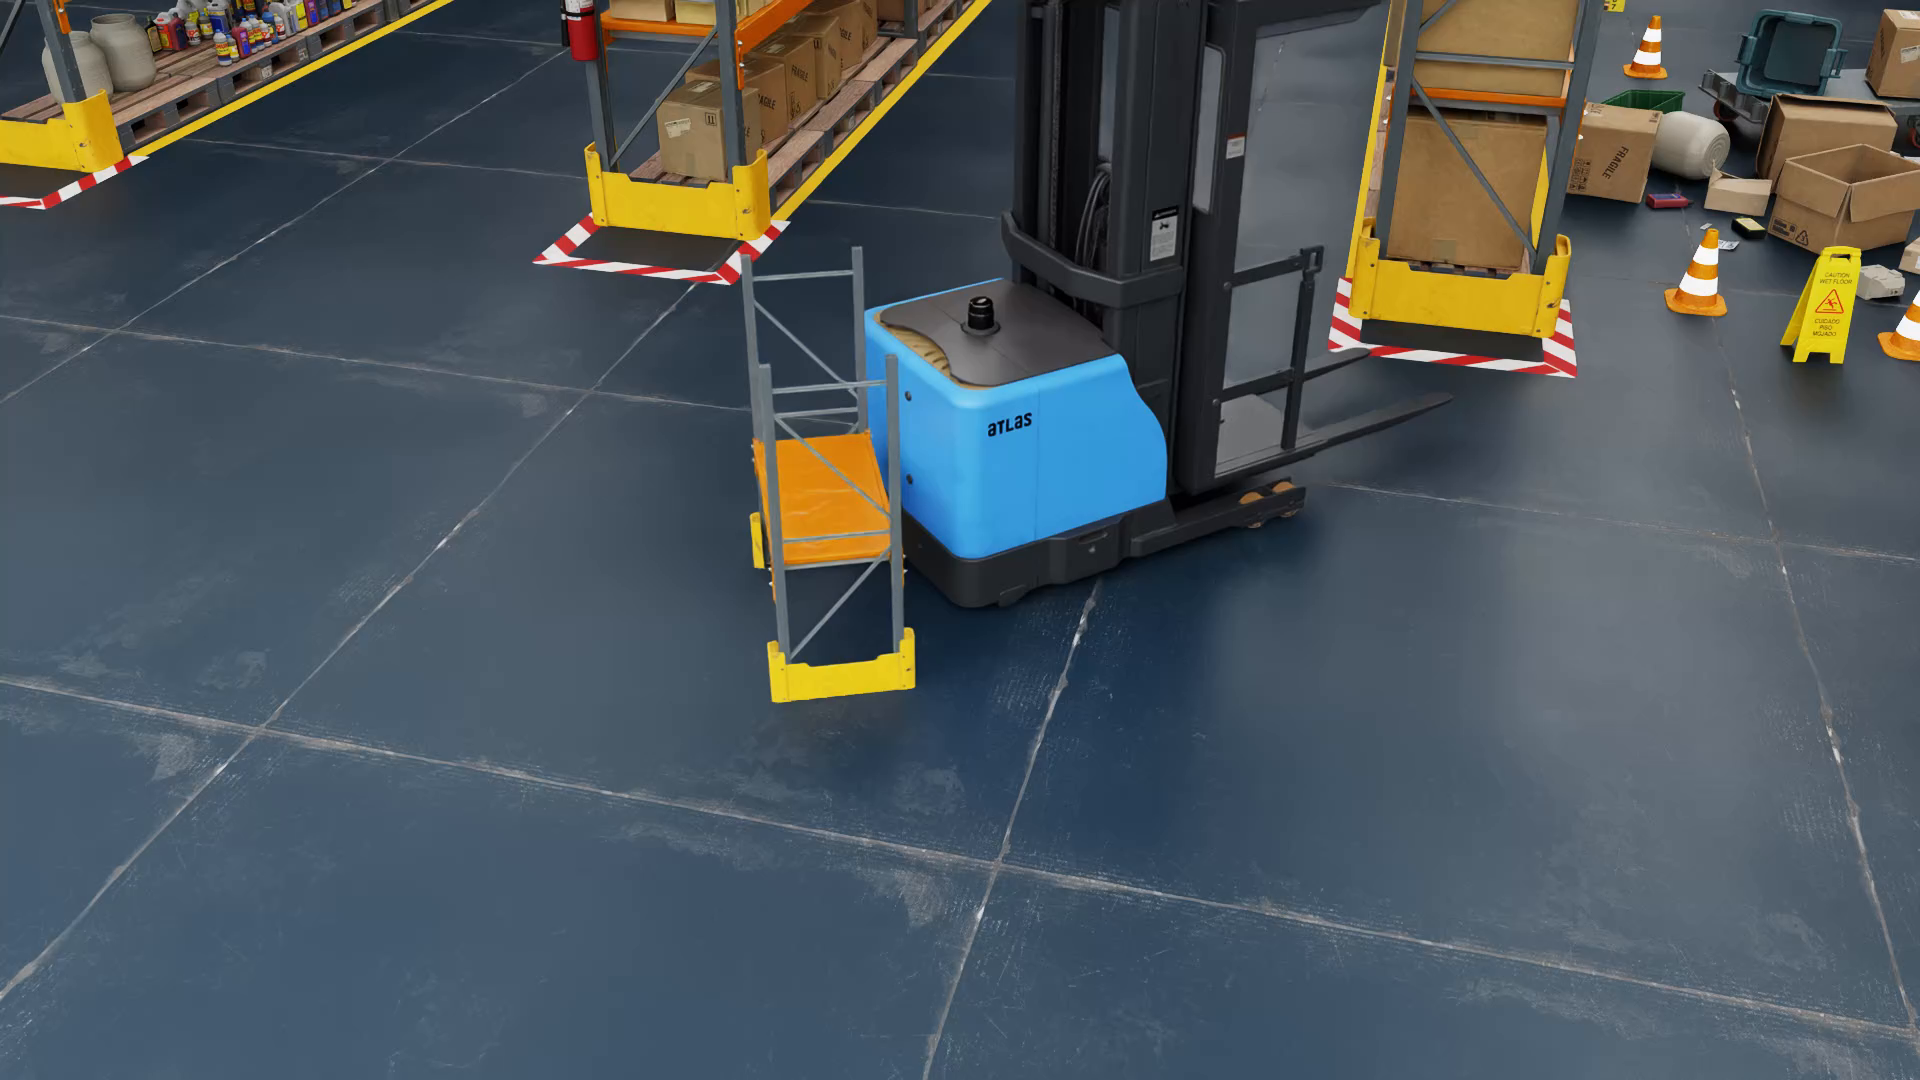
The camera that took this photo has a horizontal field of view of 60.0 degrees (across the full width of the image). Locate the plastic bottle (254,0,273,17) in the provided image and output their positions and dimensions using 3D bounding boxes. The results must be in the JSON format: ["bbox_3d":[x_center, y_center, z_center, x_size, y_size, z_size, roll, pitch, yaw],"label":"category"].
[{"bbox_3d":[-6.110,-4.767,14.512,0.144,0.351,0.185,8,33,12],"label":"plastic bottle"}]

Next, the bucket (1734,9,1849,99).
[{"bbox_3d":[6.115,-3.555,12.180,0.726,0.611,0.620,20,28,29],"label":"bucket"}]

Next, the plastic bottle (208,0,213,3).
[{"bbox_3d":[-6.379,-4.580,14.281,0.061,0.283,0.133,9,34,15],"label":"plastic bottle"}]

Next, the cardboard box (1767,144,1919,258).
[{"bbox_3d":[5.715,-2.185,10.718,0.797,0.503,0.637,-14,35,-21],"label":"cardboard box"}]

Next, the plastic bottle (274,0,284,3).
[{"bbox_3d":[-5.764,-4.481,14.124,0.061,0.283,0.133,8,33,12],"label":"plastic bottle"}]

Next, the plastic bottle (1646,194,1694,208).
[{"bbox_3d":[4.839,-2.311,11.329,0.283,0.061,0.133,-3,33,-4],"label":"plastic bottle"}]

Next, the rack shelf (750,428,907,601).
[{"bbox_3d":[-0.561,-0.127,6.887,0.538,0.185,1.000,-5,33,-8],"label":"rack shelf"}]

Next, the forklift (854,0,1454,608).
[{"bbox_3d":[1.050,-1.519,7.407,3.031,2.935,1.130,-18,36,-25],"label":"forklift"}]

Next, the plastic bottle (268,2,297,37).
[{"bbox_3d":[-5.703,-4.393,13.993,0.152,0.276,0.135,9,33,13],"label":"plastic bottle"}]

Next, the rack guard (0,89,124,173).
[{"bbox_3d":[-6.684,-2.997,11.998,1.175,0.500,0.348,8,33,12],"label":"rack guard"}]

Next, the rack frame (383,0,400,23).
[{"bbox_3d":[-5.643,-6.081,14.520,1.000,3.000,0.127,8,33,12],"label":"rack frame"}]

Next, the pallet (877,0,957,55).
[{"bbox_3d":[-0.656,-4.635,14.843,1.003,0.211,1.213,8,33,12],"label":"pallet"}]

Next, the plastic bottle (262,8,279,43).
[{"bbox_3d":[-5.733,-4.273,13.809,0.097,0.271,0.097,0,32,0],"label":"plastic bottle"}]

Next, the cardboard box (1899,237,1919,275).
[{"bbox_3d":[6.097,-1.734,10.339,0.380,0.149,0.250,28,42,36],"label":"cardboard box"}]

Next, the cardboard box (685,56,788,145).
[{"bbox_3d":[-1.574,-3.090,11.754,0.500,0.500,0.500,17,36,25],"label":"cardboard box"}]

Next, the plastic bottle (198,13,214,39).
[{"bbox_3d":[-6.324,-4.315,13.940,0.097,0.201,0.097,0,32,0],"label":"plastic bottle"}]

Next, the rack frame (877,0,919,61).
[{"bbox_3d":[-0.852,-5.407,13.460,1.000,3.000,0.127,8,33,12],"label":"rack frame"}]

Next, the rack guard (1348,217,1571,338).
[{"bbox_3d":[2.899,-1.536,9.701,1.175,0.500,0.348,8,33,12],"label":"rack guard"}]

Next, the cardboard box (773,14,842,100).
[{"bbox_3d":[-1.212,-3.696,12.707,0.500,0.500,0.500,5,33,8],"label":"cardboard box"}]

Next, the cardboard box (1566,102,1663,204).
[{"bbox_3d":[4.519,-2.680,11.498,0.500,0.500,0.500,14,35,21],"label":"cardboard box"}]

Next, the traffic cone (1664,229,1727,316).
[{"bbox_3d":[4.413,-1.615,9.860,0.336,0.463,0.334,8,33,12],"label":"traffic cone"}]

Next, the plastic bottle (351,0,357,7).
[{"bbox_3d":[-5.434,-4.856,14.790,0.097,0.201,0.097,0,32,0],"label":"plastic bottle"}]

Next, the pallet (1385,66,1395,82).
[{"bbox_3d":[4.043,-3.913,13.709,1.003,0.211,1.213,8,33,12],"label":"pallet"}]

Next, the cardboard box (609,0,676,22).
[{"bbox_3d":[-1.995,-3.401,10.539,0.380,0.149,0.250,8,33,12],"label":"cardboard box"}]

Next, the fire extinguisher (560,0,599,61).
[{"bbox_3d":[-2.342,-3.302,10.220,0.296,0.674,0.183,8,33,12],"label":"fire extinguisher"}]

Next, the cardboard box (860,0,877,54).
[{"bbox_3d":[-0.992,-4.327,13.700,0.500,0.500,0.500,7,33,11],"label":"cardboard box"}]

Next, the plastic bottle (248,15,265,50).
[{"bbox_3d":[-5.784,-4.168,13.644,0.097,0.271,0.097,0,32,0],"label":"plastic bottle"}]

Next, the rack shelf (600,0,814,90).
[{"bbox_3d":[-1.360,-4.066,12.020,1.077,0.370,4.000,8,33,12],"label":"rack shelf"}]

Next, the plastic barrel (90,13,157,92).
[{"bbox_3d":[-6.438,-3.745,12.773,0.421,0.512,0.421,0,32,0],"label":"plastic barrel"}]

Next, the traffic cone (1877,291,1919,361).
[{"bbox_3d":[5.420,-1.285,9.340,0.336,0.463,0.334,8,33,12],"label":"traffic cone"}]

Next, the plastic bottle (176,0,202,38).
[{"bbox_3d":[-6.452,-4.372,13.890,0.144,0.351,0.185,9,34,14],"label":"plastic bottle"}]

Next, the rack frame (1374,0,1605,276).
[{"bbox_3d":[2.905,-2.604,9.050,1.000,3.000,0.127,8,33,12],"label":"rack frame"}]

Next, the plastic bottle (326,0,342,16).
[{"bbox_3d":[-5.528,-4.776,14.525,0.144,0.351,0.185,7,33,11],"label":"plastic bottle"}]

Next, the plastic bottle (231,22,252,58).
[{"bbox_3d":[-5.821,-4.058,13.460,0.061,0.283,0.133,9,33,13],"label":"plastic bottle"}]

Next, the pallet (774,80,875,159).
[{"bbox_3d":[-1.296,-3.242,12.653,1.003,0.211,1.213,8,33,12],"label":"pallet"}]

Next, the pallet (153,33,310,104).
[{"bbox_3d":[-6.161,-3.927,13.730,1.003,0.211,1.213,8,33,12],"label":"pallet"}]

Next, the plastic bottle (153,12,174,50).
[{"bbox_3d":[-6.526,-4.182,13.661,0.152,0.276,0.135,8,33,13],"label":"plastic bottle"}]

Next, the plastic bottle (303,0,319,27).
[{"bbox_3d":[-5.577,-4.558,14.245,0.061,0.283,0.133,10,34,16],"label":"plastic bottle"}]

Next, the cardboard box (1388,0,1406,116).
[{"bbox_3d":[3.693,-3.643,12.274,0.875,0.875,0.875,9,33,13],"label":"cardboard box"}]

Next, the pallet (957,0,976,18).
[{"bbox_3d":[-0.348,-5.270,15.842,1.003,0.211,1.213,8,33,12],"label":"pallet"}]

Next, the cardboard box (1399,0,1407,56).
[{"bbox_3d":[3.074,-3.154,9.776,0.875,0.550,0.550,8,33,12],"label":"cardboard box"}]

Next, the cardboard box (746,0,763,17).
[{"bbox_3d":[-1.482,-3.468,10.643,0.380,0.149,0.250,8,33,12],"label":"cardboard box"}]

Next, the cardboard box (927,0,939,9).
[{"bbox_3d":[-0.536,-5.099,14.894,0.700,0.500,0.500,8,33,12],"label":"cardboard box"}]

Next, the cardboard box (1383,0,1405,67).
[{"bbox_3d":[3.990,-4.242,13.332,1.050,0.750,0.750,8,33,12],"label":"cardboard box"}]

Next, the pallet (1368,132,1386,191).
[{"bbox_3d":[3.344,-2.484,11.460,1.003,0.211,1.213,8,33,12],"label":"pallet"}]

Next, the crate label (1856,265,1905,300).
[{"bbox_3d":[5.559,-1.564,10.083,0.250,0.136,0.298,-8,33,-13],"label":"crate label"}]

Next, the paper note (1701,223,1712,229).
[{"bbox_3d":[4.939,-2.077,11.008,0.032,0.001,0.123,28,42,36],"label":"paper note"}]

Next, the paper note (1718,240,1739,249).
[{"bbox_3d":[4.934,-1.911,10.729,0.144,0.017,0.142,20,38,29],"label":"paper note"}]

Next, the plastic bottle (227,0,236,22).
[{"bbox_3d":[-6.298,-4.574,14.282,0.097,0.271,0.097,0,32,0],"label":"plastic bottle"}]

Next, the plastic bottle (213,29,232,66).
[{"bbox_3d":[-5.896,-3.938,13.282,0.097,0.271,0.097,0,32,0],"label":"plastic bottle"}]

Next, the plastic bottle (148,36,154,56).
[{"bbox_3d":[-6.616,-4.023,13.481,0.097,0.201,0.097,0,32,0],"label":"plastic bottle"}]

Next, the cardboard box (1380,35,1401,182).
[{"bbox_3d":[3.234,-2.702,10.793,0.875,0.875,0.875,8,33,12],"label":"cardboard box"}]

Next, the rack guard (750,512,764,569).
[{"bbox_3d":[-0.649,-0.019,7.547,0.587,0.250,0.087,-5,33,-8],"label":"rack guard"}]

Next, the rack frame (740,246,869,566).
[{"bbox_3d":[-0.649,-0.547,7.213,0.500,1.500,0.032,-5,33,-8],"label":"rack frame"}]

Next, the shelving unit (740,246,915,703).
[{"bbox_3d":[-0.562,-0.284,6.798,0.587,1.500,1.083,-5,33,-8],"label":"shelving unit"}]
